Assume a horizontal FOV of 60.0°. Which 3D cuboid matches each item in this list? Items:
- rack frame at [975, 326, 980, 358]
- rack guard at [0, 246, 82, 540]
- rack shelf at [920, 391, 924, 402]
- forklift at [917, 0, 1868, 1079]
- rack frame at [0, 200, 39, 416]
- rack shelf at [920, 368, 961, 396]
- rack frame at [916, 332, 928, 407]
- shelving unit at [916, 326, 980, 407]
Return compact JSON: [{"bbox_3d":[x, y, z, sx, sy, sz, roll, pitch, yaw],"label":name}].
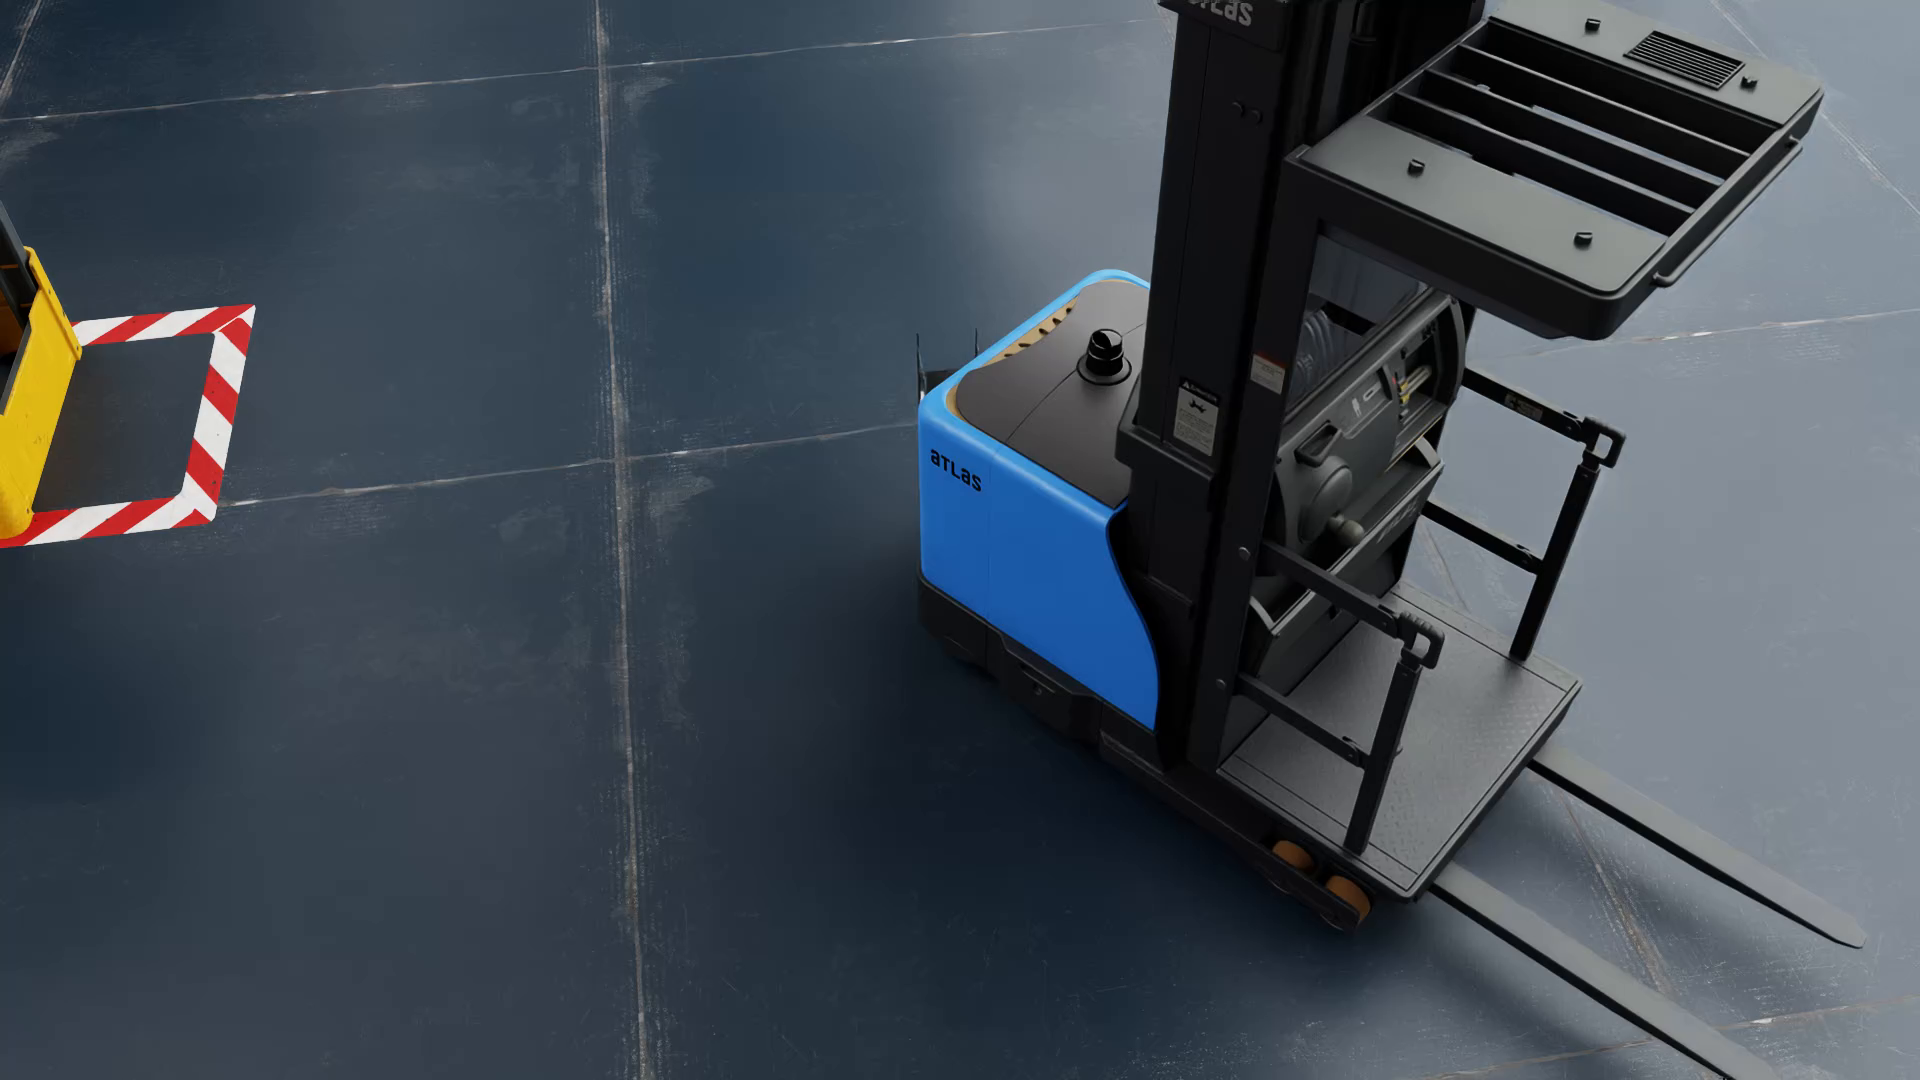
[{"bbox_3d":[0.073,-0.336,5.948,0.006,0.900,0.240,-6,46,-6],"label":"rack frame"},{"bbox_3d":[-3.786,-0.580,6.462,0.348,0.500,1.175,-7,46,-7],"label":"rack guard"},{"bbox_3d":[-0.027,-0.426,5.832,0.200,0.077,0.258,-6,46,-6],"label":"rack shelf"},{"bbox_3d":[1.287,-0.257,4.462,3.031,2.935,1.130,33,54,27],"label":"forklift"},{"bbox_3d":[-3.719,-1.490,5.603,0.127,3.000,1.000,-7,46,-7],"label":"rack frame"},{"bbox_3d":[-0.028,-0.489,5.767,0.200,0.077,0.258,-6,46,-6],"label":"rack shelf"},{"bbox_3d":[-0.128,-0.313,5.927,0.006,0.900,0.240,-6,46,-6],"label":"rack frame"},{"bbox_3d":[-0.027,-0.324,5.937,0.210,0.900,0.258,-6,46,-6],"label":"shelving unit"}]
